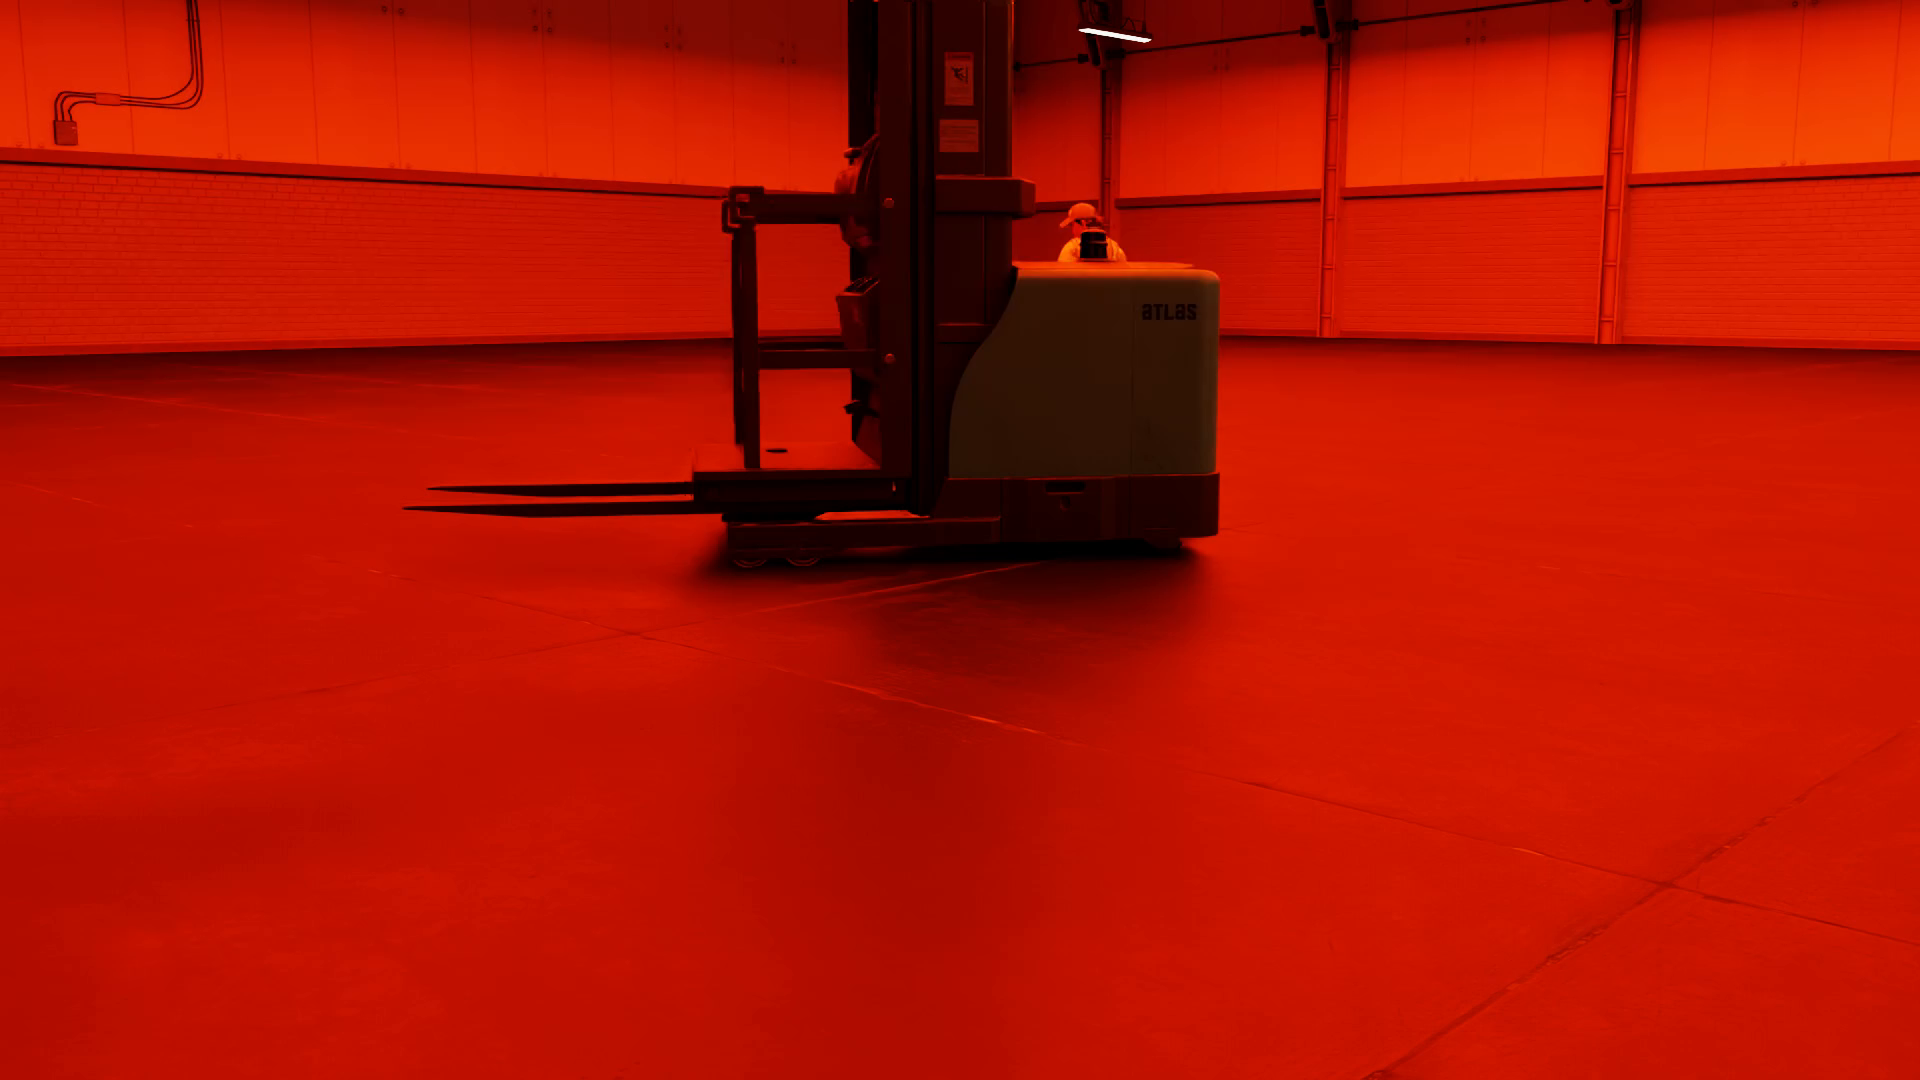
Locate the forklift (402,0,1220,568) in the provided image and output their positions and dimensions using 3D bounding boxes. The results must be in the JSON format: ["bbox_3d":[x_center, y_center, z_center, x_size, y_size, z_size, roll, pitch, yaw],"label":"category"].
[{"bbox_3d":[-0.573,-1.431,6.376,3.031,2.935,1.130,-1,9,-9],"label":"forklift"}]

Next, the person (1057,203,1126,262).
[{"bbox_3d":[0.872,-1.580,11.843,0.642,1.610,0.576,-1,9,-6],"label":"person"}]
